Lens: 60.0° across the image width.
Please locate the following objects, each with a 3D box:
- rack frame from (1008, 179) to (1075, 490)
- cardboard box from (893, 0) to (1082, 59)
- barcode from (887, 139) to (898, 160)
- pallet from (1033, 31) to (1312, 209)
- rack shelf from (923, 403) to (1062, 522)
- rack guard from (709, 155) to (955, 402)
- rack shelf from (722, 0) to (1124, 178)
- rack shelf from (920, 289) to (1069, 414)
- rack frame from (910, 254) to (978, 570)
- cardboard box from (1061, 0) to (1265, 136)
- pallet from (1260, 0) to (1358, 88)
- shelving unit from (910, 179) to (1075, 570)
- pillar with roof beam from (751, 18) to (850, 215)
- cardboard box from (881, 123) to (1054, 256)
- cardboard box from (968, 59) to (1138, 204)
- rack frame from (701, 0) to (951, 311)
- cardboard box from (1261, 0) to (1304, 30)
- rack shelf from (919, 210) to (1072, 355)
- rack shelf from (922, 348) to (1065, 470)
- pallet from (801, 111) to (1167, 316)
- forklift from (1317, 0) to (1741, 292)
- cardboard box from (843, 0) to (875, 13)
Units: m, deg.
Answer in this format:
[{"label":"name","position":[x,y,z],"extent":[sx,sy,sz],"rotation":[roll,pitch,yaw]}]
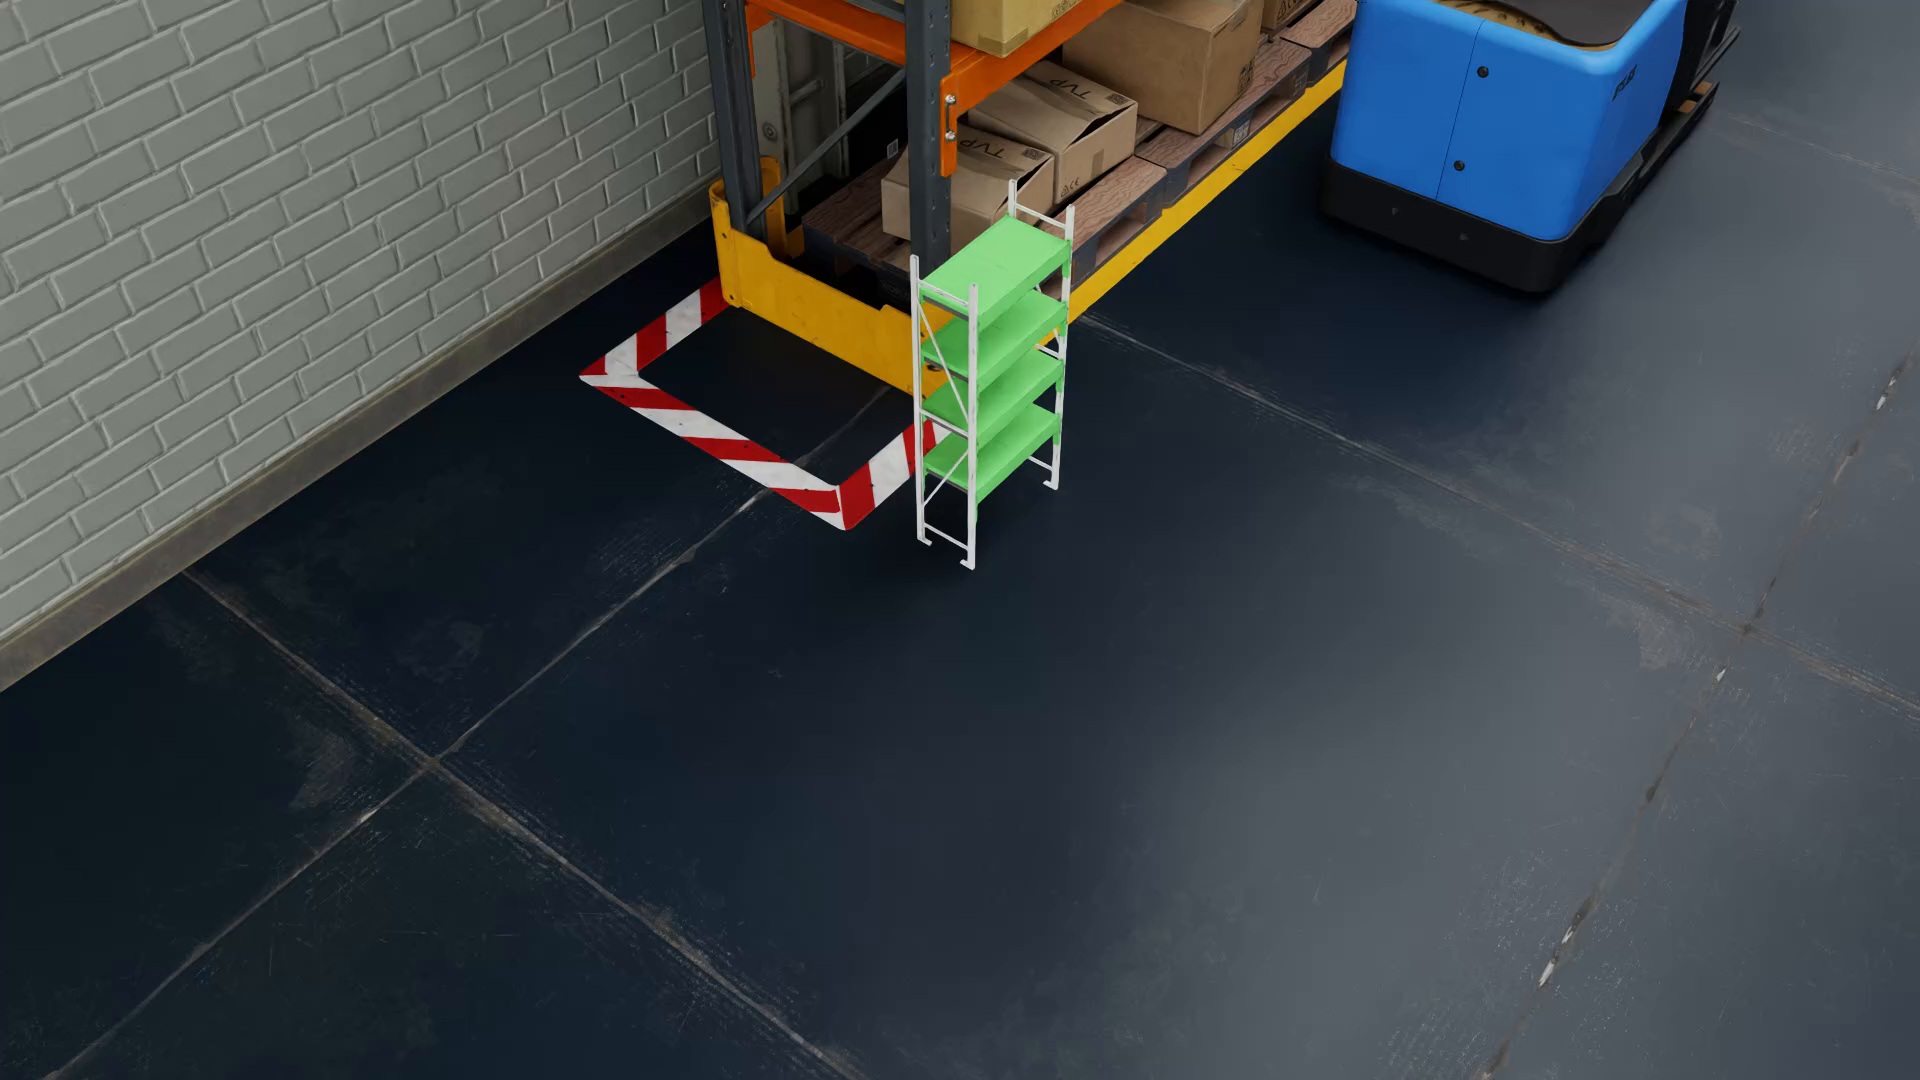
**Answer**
[{"label":"rack frame","position":[0.250,-0.649,5.540],"extent":[0.240,1.200,0.015],"rotation":[29,53,25]},{"label":"cardboard box","position":[0.088,-1.907,5.587],"extent":[0.500,0.250,0.500],"rotation":[28,52,24]},{"label":"barcode","position":[-0.273,-1.583,6.737],"extent":[0.001,0.075,0.075],"rotation":[29,53,25]},{"label":"pallet","position":[0.856,-2.038,7.551],"extent":[1.003,0.211,1.213],"rotation":[29,53,25]},{"label":"rack shelf","position":[0.101,-0.299,5.626],"extent":[0.258,0.148,0.480],"rotation":[29,53,25]},{"label":"rack guard","position":[-0.415,-0.993,6.353],"extent":[1.175,0.500,0.348],"rotation":[29,53,25]},{"label":"rack shelf","position":[0.761,-2.709,6.761],"extent":[1.077,0.370,4.000],"rotation":[29,53,25]},{"label":"rack shelf","position":[0.101,-0.631,5.279],"extent":[0.258,0.148,0.480],"rotation":[29,53,25]},{"label":"rack frame","position":[-0.048,-0.370,5.273],"extent":[0.240,1.200,0.015],"rotation":[29,53,25]},{"label":"cardboard box","position":[0.869,-2.182,7.184],"extent":[0.700,0.500,0.500],"rotation":[26,52,23]},{"label":"pallet","position":[1.601,-2.739,8.220],"extent":[1.003,0.211,1.213],"rotation":[29,53,25]},{"label":"shelving unit","position":[0.101,-0.509,5.407],"extent":[0.258,1.200,0.503],"rotation":[29,53,25]},{"label":"pillar with roof beam","position":[2.689,-2.765,2.168],"extent":[9.100,9.000,0.400],"rotation":[29,53,25]},{"label":"cardboard box","position":[0.033,-1.392,6.561],"extent":[0.500,0.311,0.500],"rotation":[24,51,21]},{"label":"cardboard box","position":[0.381,-1.719,6.873],"extent":[0.500,0.311,0.500],"rotation":[34,55,28]},{"label":"rack frame","position":[-0.462,-1.813,5.408],"extent":[1.000,3.000,0.127],"rotation":[29,53,25]},{"label":"cardboard box","position":[1.381,-2.779,7.755],"extent":[0.500,0.500,0.500],"rotation":[25,51,22]},{"label":"rack shelf","position":[0.101,-0.797,5.106],"extent":[0.258,0.148,0.480],"rotation":[29,53,25]},{"label":"rack shelf","position":[0.101,-0.465,5.453],"extent":[0.258,0.148,0.480],"rotation":[29,53,25]},{"label":"pallet","position":[0.110,-1.343,6.887],"extent":[1.003,0.211,1.213],"rotation":[29,53,25]},{"label":"forklift","position":[2.785,-3.017,6.606],"extent":[1.130,2.935,3.031],"rotation":[28,52,24]},{"label":"cardboard box","position":[-0.329,-2.121,5.792],"extent":[0.500,0.250,0.500],"rotation":[30,53,25]}]
